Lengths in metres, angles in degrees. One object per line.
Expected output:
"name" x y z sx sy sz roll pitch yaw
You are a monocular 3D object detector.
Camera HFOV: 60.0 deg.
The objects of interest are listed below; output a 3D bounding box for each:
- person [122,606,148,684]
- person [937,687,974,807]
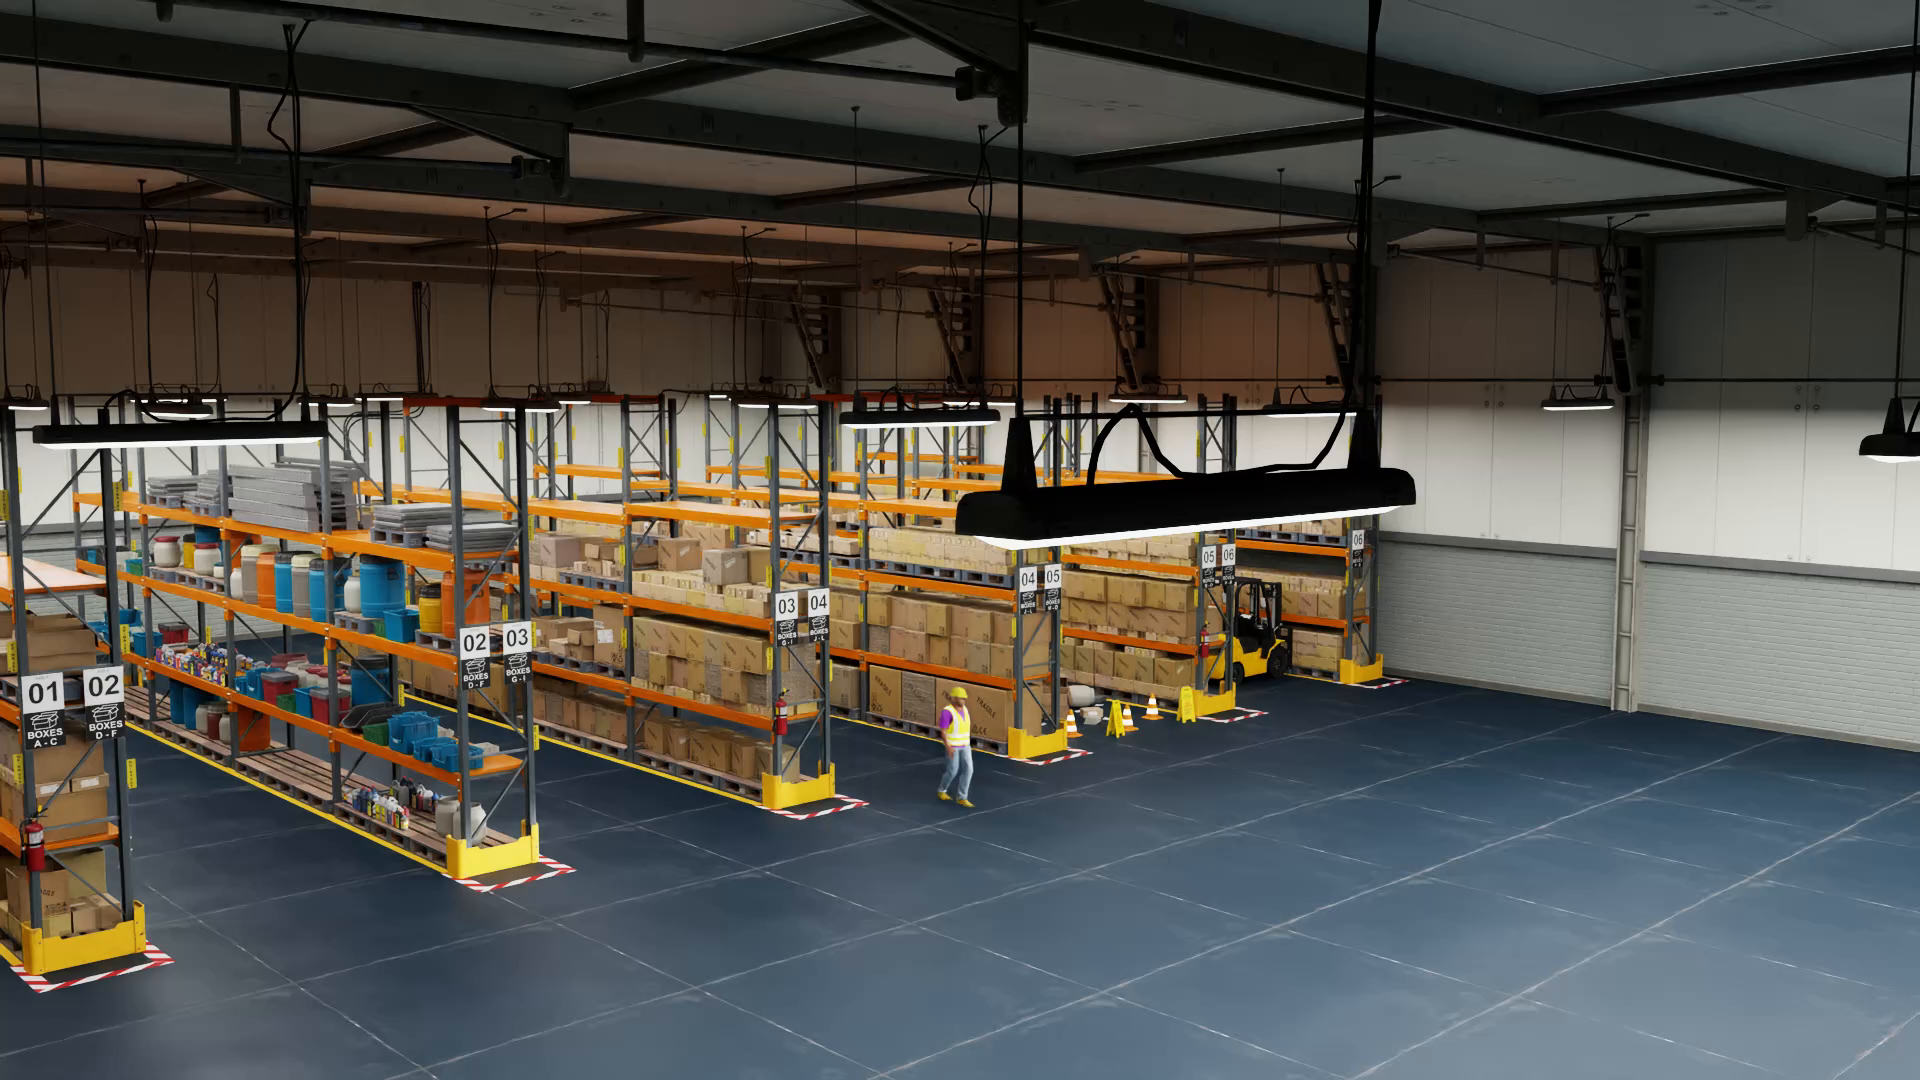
"person" -17.175 2.170 34.595 1.066 1.598 0.513 1 6 13
"person" -0.040 3.088 24.822 0.667 1.782 0.656 5 7 41
